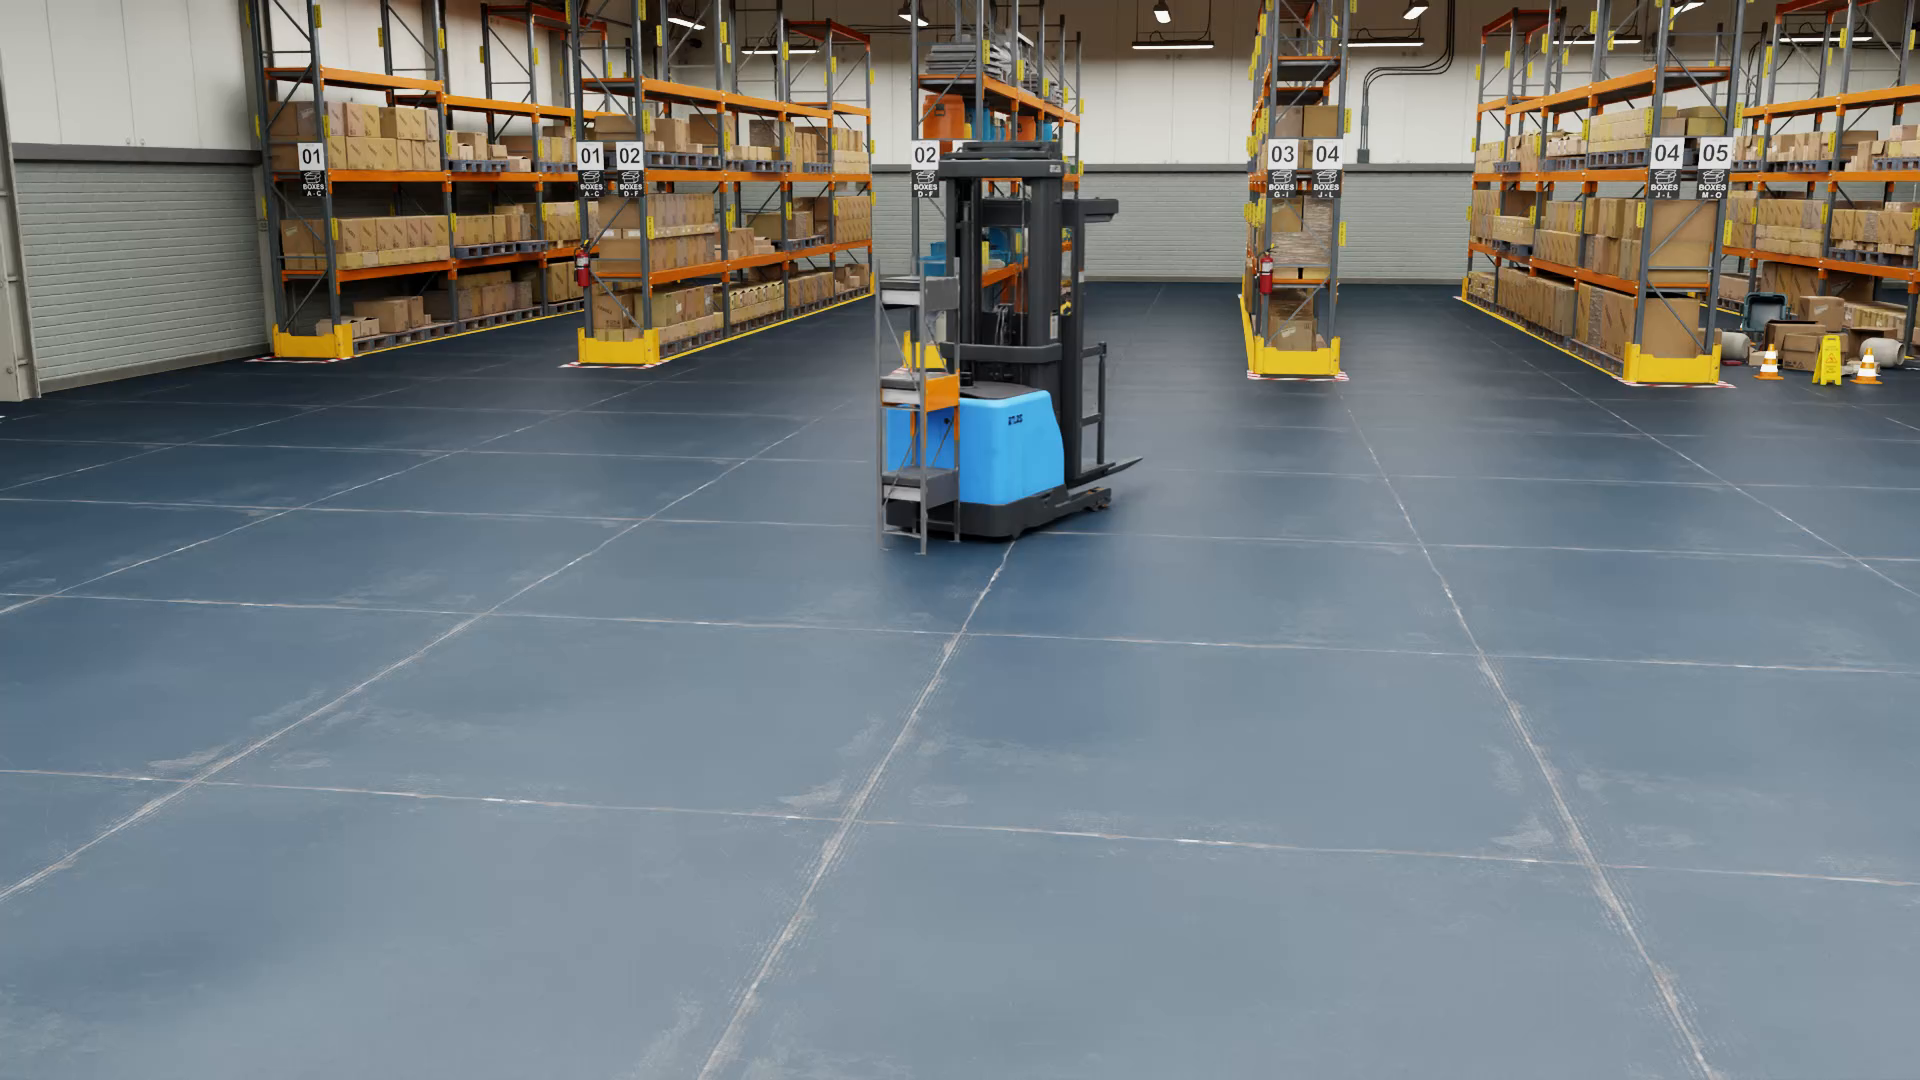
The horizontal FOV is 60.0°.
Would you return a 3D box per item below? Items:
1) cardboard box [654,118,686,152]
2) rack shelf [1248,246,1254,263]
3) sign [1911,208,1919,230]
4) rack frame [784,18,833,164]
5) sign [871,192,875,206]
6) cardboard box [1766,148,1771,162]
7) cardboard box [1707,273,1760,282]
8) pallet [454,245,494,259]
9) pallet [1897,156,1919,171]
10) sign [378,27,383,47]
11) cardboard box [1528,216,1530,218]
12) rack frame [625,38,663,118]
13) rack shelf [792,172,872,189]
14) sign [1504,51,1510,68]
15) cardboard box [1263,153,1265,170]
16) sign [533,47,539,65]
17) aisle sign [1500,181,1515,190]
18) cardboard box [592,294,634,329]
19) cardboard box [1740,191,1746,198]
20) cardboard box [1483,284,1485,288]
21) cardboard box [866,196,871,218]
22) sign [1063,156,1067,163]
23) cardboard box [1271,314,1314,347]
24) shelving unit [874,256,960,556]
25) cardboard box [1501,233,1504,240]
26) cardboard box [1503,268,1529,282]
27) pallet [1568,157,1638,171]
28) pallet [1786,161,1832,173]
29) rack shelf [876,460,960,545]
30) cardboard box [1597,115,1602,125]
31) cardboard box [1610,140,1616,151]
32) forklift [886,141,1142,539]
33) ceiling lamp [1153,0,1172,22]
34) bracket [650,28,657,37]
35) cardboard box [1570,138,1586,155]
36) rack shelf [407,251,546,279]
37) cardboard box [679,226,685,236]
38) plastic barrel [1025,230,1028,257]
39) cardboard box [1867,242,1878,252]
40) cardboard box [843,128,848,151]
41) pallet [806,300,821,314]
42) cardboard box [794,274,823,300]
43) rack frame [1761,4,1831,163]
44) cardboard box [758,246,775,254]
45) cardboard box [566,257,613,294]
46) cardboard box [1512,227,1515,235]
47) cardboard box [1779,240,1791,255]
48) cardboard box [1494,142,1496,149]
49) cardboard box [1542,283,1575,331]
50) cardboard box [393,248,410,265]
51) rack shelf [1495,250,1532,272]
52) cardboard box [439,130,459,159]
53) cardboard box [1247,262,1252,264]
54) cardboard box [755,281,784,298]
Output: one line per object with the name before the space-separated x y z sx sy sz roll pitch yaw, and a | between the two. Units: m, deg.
cardboard box | -4.551 -6.250 25.690 0.500 0.500 0.500 2 12 9
rack shelf | 6.250 -5.533 32.754 1.077 0.370 4.000 2 12 9
sign | 14.570 -4.898 25.351 0.100 0.325 0.005 2 12 9
rack frame | -3.231 -9.555 35.471 1.000 3.000 0.127 2 12 9
sign | -2.070 -8.154 39.709 0.100 0.325 0.005 2 12 9
cardboard box | 15.926 -7.493 32.344 0.396 0.266 0.258 2 12 8
cardboard box | 16.962 -5.625 36.557 0.875 0.438 0.875 1 12 7
pallet | -9.095 -5.178 29.854 1.003 0.211 1.213 2 12 9
pallet | 15.319 -5.814 25.677 1.213 0.211 1.003 2 12 9
sign | -9.906 -8.600 28.448 0.100 0.325 0.005 2 12 9
cardboard box | 11.574 -6.403 33.269 0.380 0.149 0.250 2 12 11
rack frame | -7.511 -10.548 40.076 1.000 3.000 0.127 2 12 9
rack shelf | -2.923 -8.154 37.795 1.077 0.370 4.000 2 12 9
sign | 10.909 -9.569 33.128 0.100 0.325 0.005 2 12 9
cardboard box | 4.768 -5.620 24.686 0.500 0.250 0.500 2 12 8
sign | -8.204 -9.362 32.170 0.100 0.325 0.005 2 12 9
aisle sign | 12.365 -8.228 37.382 0.394 0.787 0.004 2 12 9
cardboard box | -5.288 -3.474 25.241 0.500 0.500 0.500 2 12 9
cardboard box | 16.302 -7.118 34.254 0.380 0.149 0.250 2 12 8
cardboard box | 11.581 -5.533 36.112 0.380 0.149 0.250 3 12 12
cardboard box | -2.412 -7.891 39.380 0.500 0.500 0.500 2 12 8
sign | 2.206 -7.914 34.953 0.100 0.325 0.005 2 12 9
cardboard box | 4.882 -3.041 24.422 0.500 0.500 0.500 5 13 23
shelving unit | -0.302 -0.977 12.044 0.431 2.100 0.503 7 14 29
cardboard box | 10.770 -5.919 32.440 0.380 0.149 0.250 1 12 6
cardboard box | 10.988 -5.213 32.718 0.500 0.250 0.500 2 12 10
pallet | 10.304 -6.019 26.637 0.805 0.209 1.217 1 12 6
pallet | 15.950 -6.890 30.671 1.003 0.211 1.213 2 12 11
rack shelf | -0.302 -0.280 12.194 0.431 0.518 0.480 7 14 29
cardboard box | 9.743 -6.271 24.820 0.380 0.149 0.250 2 12 8
cardboard box | 9.586 -5.670 23.925 0.380 0.149 0.250 2 12 9
forklift | 0.595 -1.708 13.460 1.130 2.935 3.031 7 14 29
ceiling lamp | 4.300 -11.983 32.881 0.800 3.185 2.000 2 12 9
bracket | -7.663 -12.799 41.981 0.235 0.232 0.430 2 12 9
cardboard box | 10.185 -6.365 26.910 0.500 0.250 0.500 2 12 8
rack shelf | -9.049 -5.182 31.125 1.077 0.370 4.000 2 12 9
cardboard box | -4.566 -4.885 26.265 0.380 0.149 0.250 2 12 9
plastic barrel | 1.036 -5.375 30.047 0.421 0.512 0.421 0 12 0
cardboard box | 15.204 -4.833 27.399 0.380 0.149 0.250 2 12 10
cardboard box | -2.906 -8.933 37.092 0.700 0.500 0.500 2 12 9
pallet | -3.504 -4.834 34.424 1.003 0.211 1.213 2 12 9
cardboard box | -3.185 -5.297 34.840 0.500 0.500 0.500 2 12 9
rack frame | 16.349 -8.912 32.488 1.000 3.000 0.127 2 12 9
cardboard box | -3.711 -5.471 31.356 0.380 0.149 0.250 2 12 9
cardboard box | -8.098 -5.797 36.379 0.750 0.750 0.750 2 12 9
cardboard box | 10.570 -5.794 31.154 0.380 0.149 0.250 2 12 9
cardboard box | 15.762 -5.506 31.277 0.500 0.250 0.500 2 12 8
cardboard box | 11.373 -8.243 34.724 0.380 0.149 0.250 1 12 6
cardboard box | 10.371 -3.892 27.777 1.050 0.750 0.750 2 12 9
cardboard box | -9.353 -4.632 27.173 0.500 0.250 0.500 2 12 9
rack shelf | 11.135 -5.351 31.911 1.077 0.370 4.000 2 12 9
cardboard box | -9.193 -6.949 29.262 0.500 0.500 0.500 4 13 17
cardboard box | 6.213 -4.963 32.450 1.225 0.875 0.875 2 12 9
cardboard box | -3.683 -4.808 31.883 0.500 0.311 0.500 2 12 10
